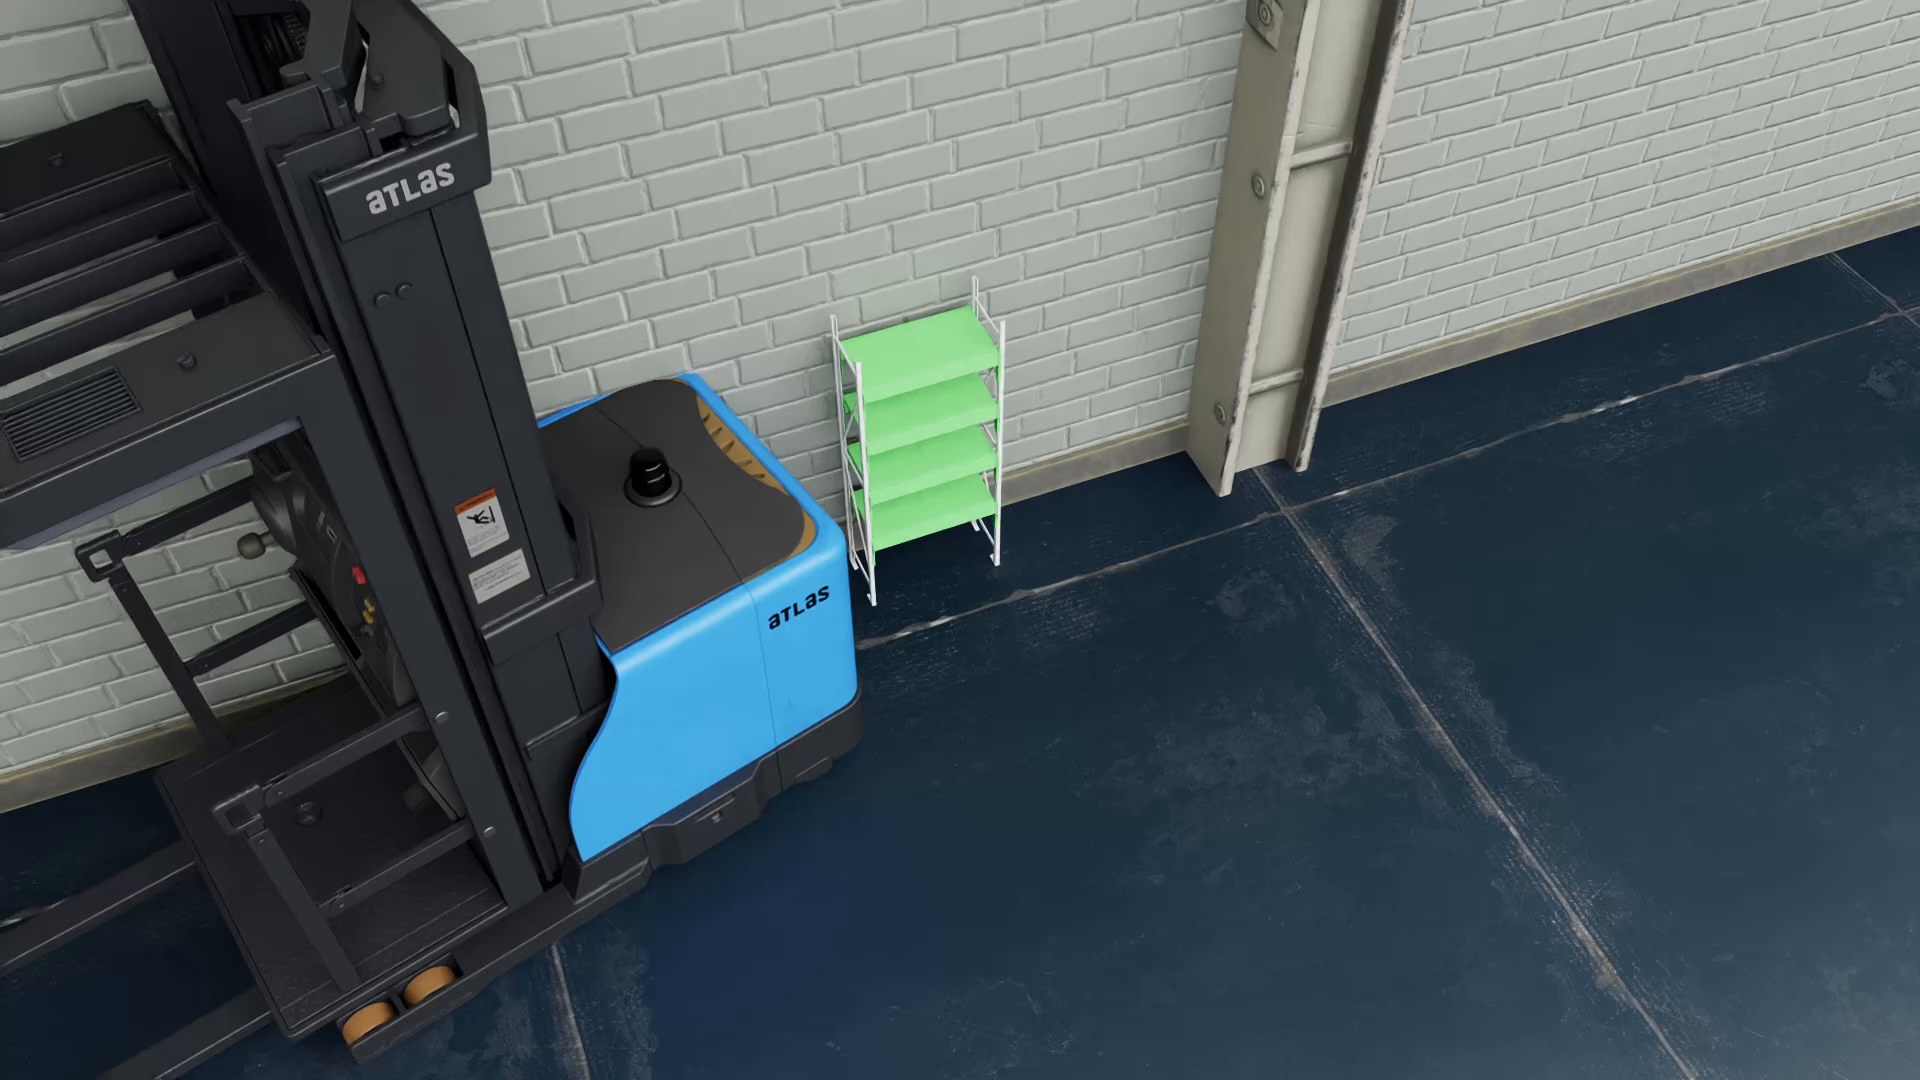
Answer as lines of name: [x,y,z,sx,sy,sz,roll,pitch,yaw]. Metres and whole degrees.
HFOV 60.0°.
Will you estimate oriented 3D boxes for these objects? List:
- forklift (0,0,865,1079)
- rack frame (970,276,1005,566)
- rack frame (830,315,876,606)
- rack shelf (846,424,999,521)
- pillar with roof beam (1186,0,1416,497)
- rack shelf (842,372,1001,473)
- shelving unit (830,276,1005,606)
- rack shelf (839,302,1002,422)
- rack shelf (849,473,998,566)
forklift: [-1.805,0.114,4.220,3.031,2.935,1.130,-30,55,-23]
rack frame: [0.091,-0.381,5.786,0.015,1.200,0.240,-18,51,-15]
rack frame: [-0.359,-0.238,5.663,0.015,1.200,0.240,-18,51,-15]
rack shelf: [-0.134,-0.268,5.773,0.480,0.148,0.258,-18,51,-15]
pillar with roof beam: [2.747,-0.238,0.523,0.400,9.000,9.100,-17,52,-14]
rack shelf: [-0.134,-0.425,5.591,0.480,0.148,0.258,-18,51,-15]
shelving unit: [-0.134,-0.310,5.724,0.503,1.200,0.258,-18,51,-15]
rack shelf: [-0.135,-0.582,5.410,0.480,0.148,0.258,-18,51,-15]
rack shelf: [-0.133,-0.111,5.954,0.480,0.148,0.258,-18,51,-15]
